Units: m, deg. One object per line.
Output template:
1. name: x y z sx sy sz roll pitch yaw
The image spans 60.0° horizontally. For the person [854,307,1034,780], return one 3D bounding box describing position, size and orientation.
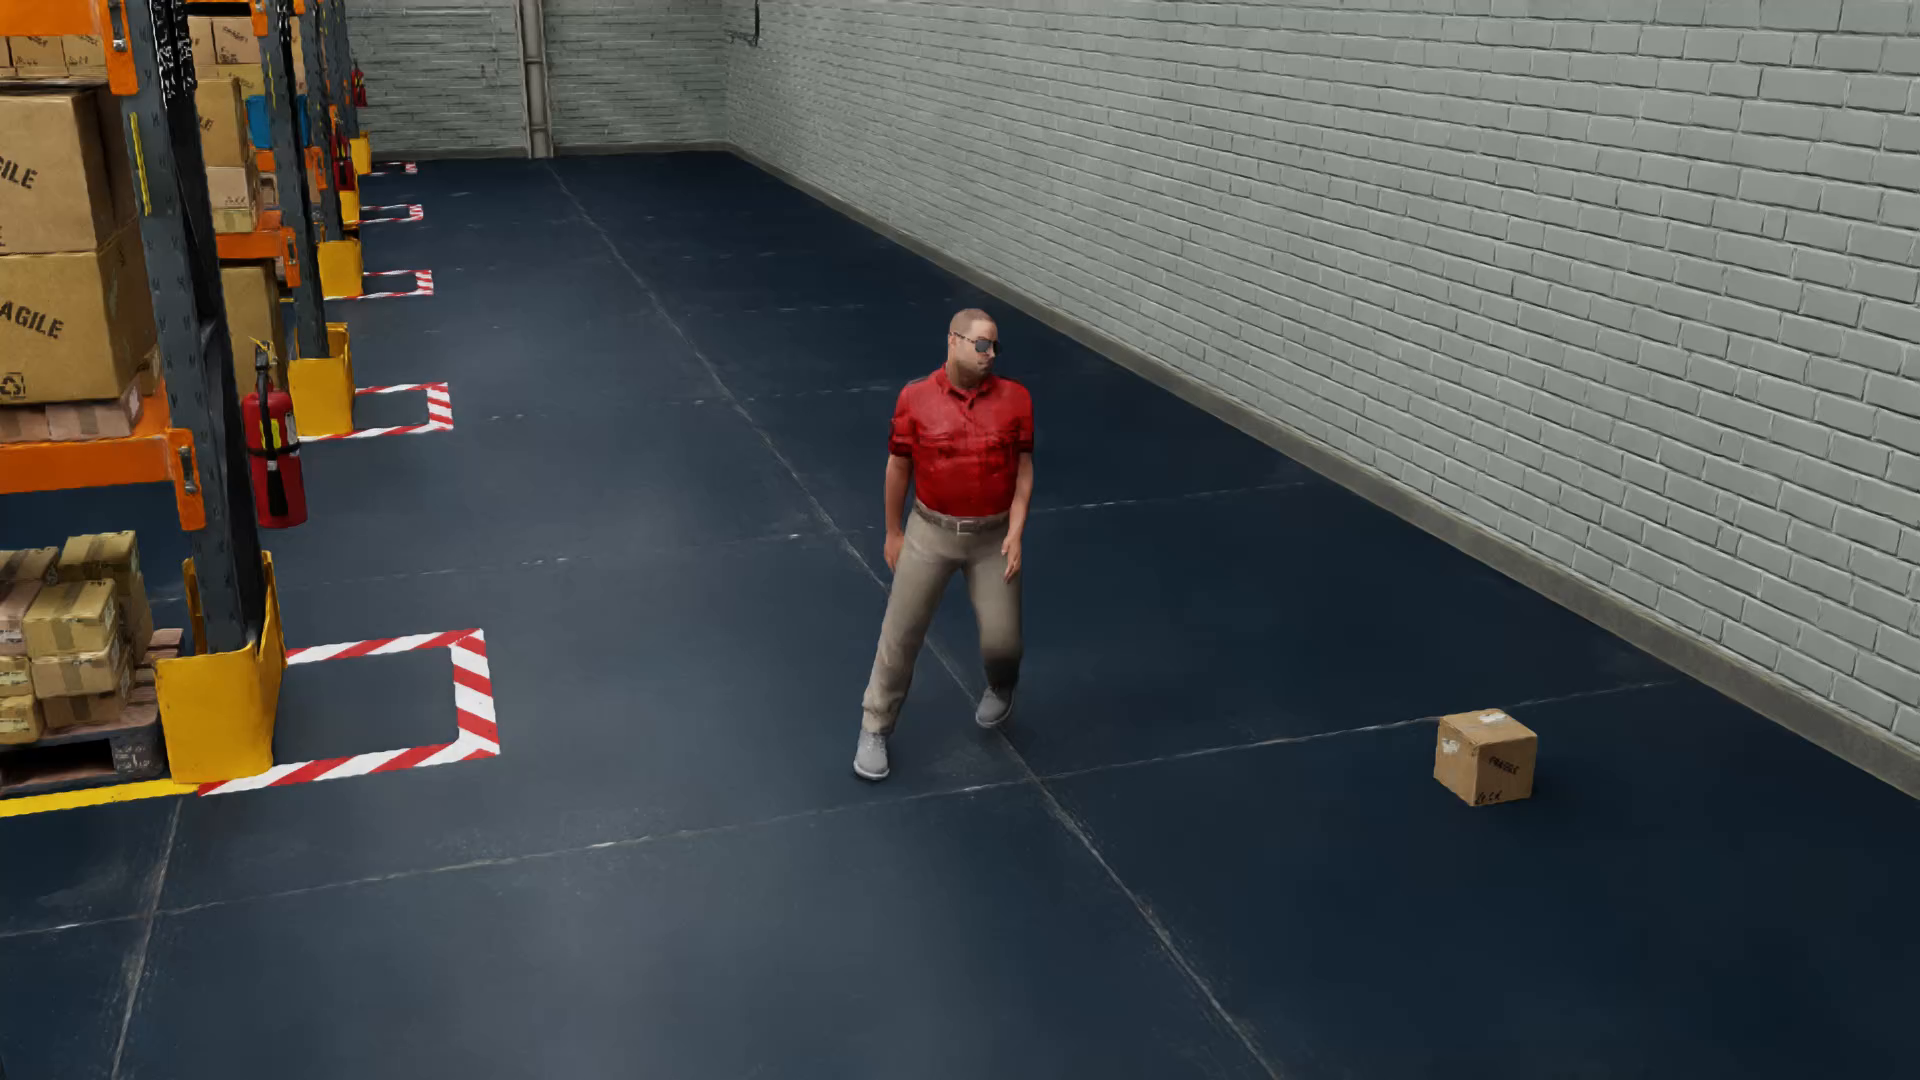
1. person: -0.069 0.008 6.106 0.707 1.709 0.539 -3 19 -10
